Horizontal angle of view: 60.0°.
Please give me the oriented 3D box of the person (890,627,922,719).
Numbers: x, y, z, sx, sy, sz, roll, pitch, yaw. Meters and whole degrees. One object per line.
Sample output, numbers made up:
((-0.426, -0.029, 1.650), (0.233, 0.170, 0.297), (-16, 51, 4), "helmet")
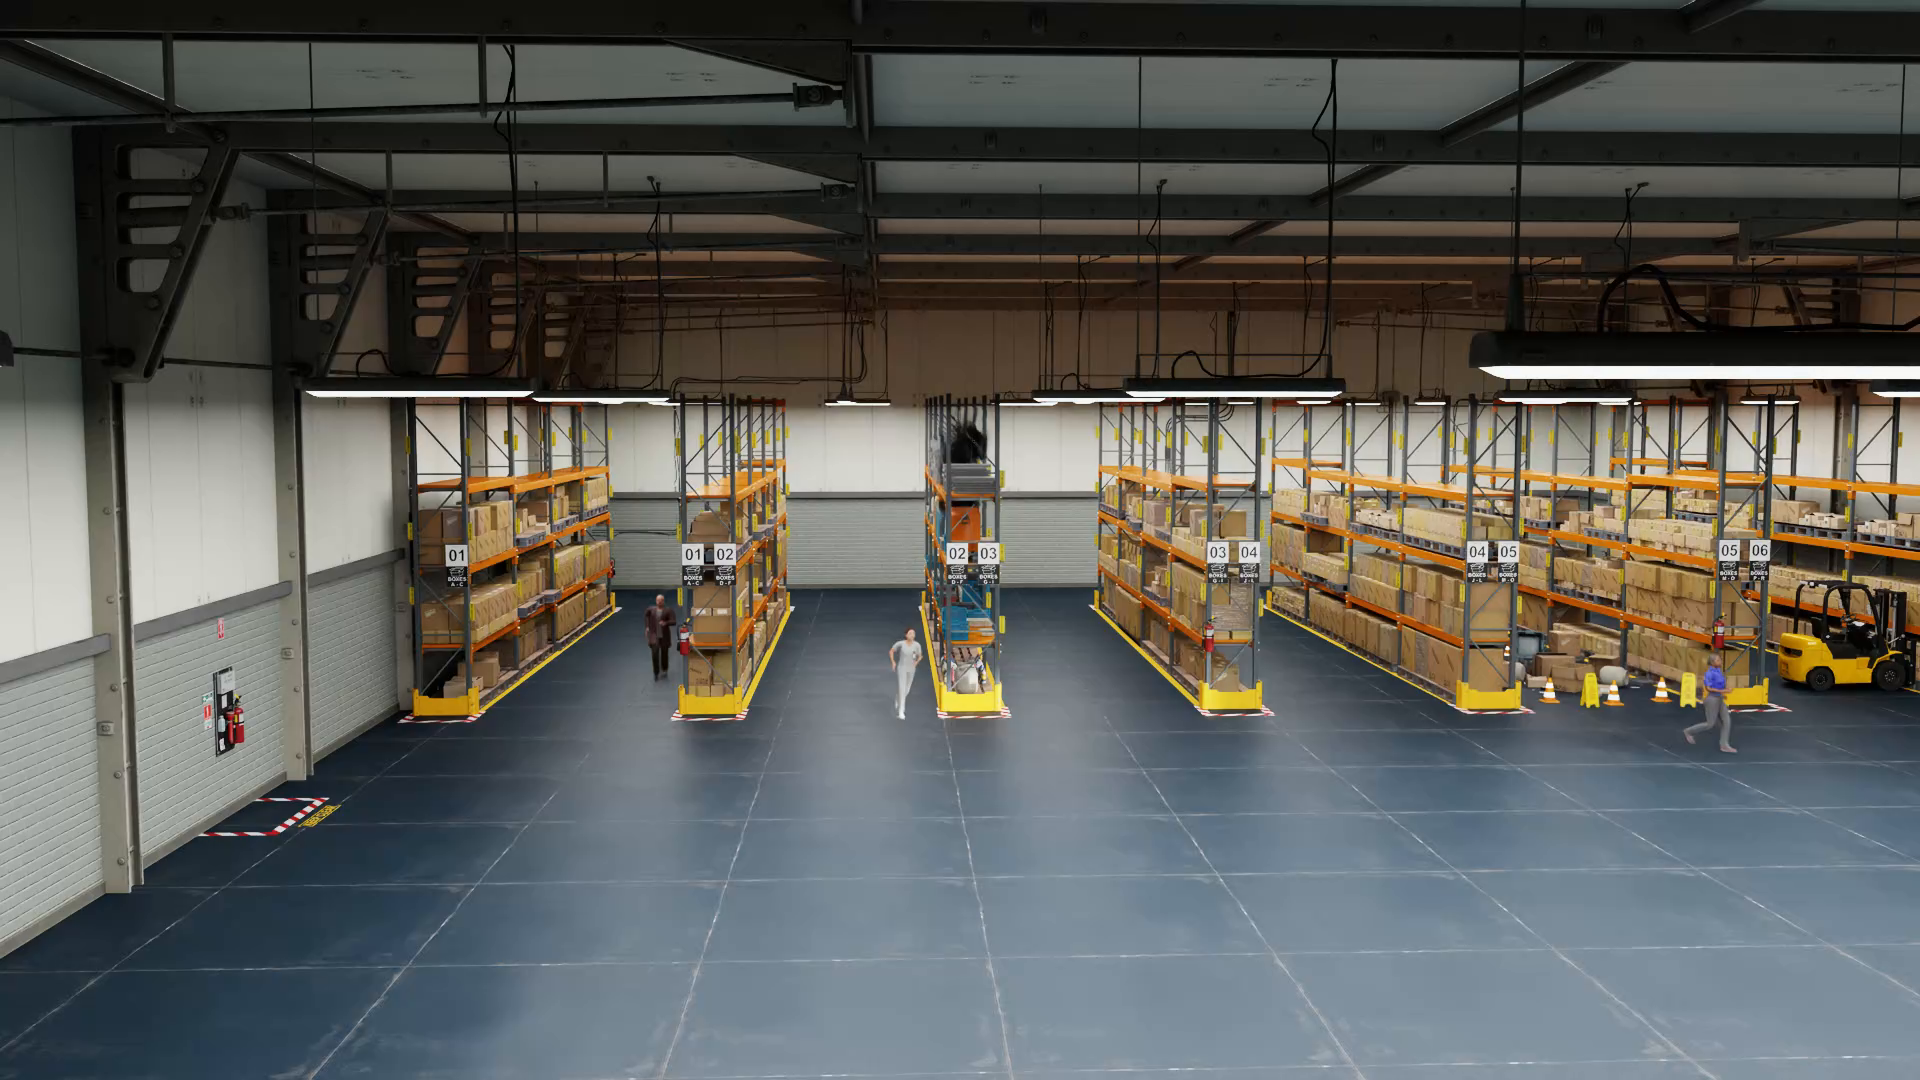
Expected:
((-1.003, 2.455, 31.127), (0.604, 1.663, 0.864), (-1, 5, -17), "person")

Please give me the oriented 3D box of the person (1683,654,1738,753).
((12.578, 2.709, 27.777), (0.853, 1.623, 0.588), (4, 6, 44), "person")

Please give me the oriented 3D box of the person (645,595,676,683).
((-6.309, 2.064, 35.054), (0.666, 1.844, 0.937), (-1, 5, -7), "person")

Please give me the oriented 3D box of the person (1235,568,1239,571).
((7.725, 1.305, 45.375), (0.556, 1.634, 0.616), (0, 5, -4), "person")
